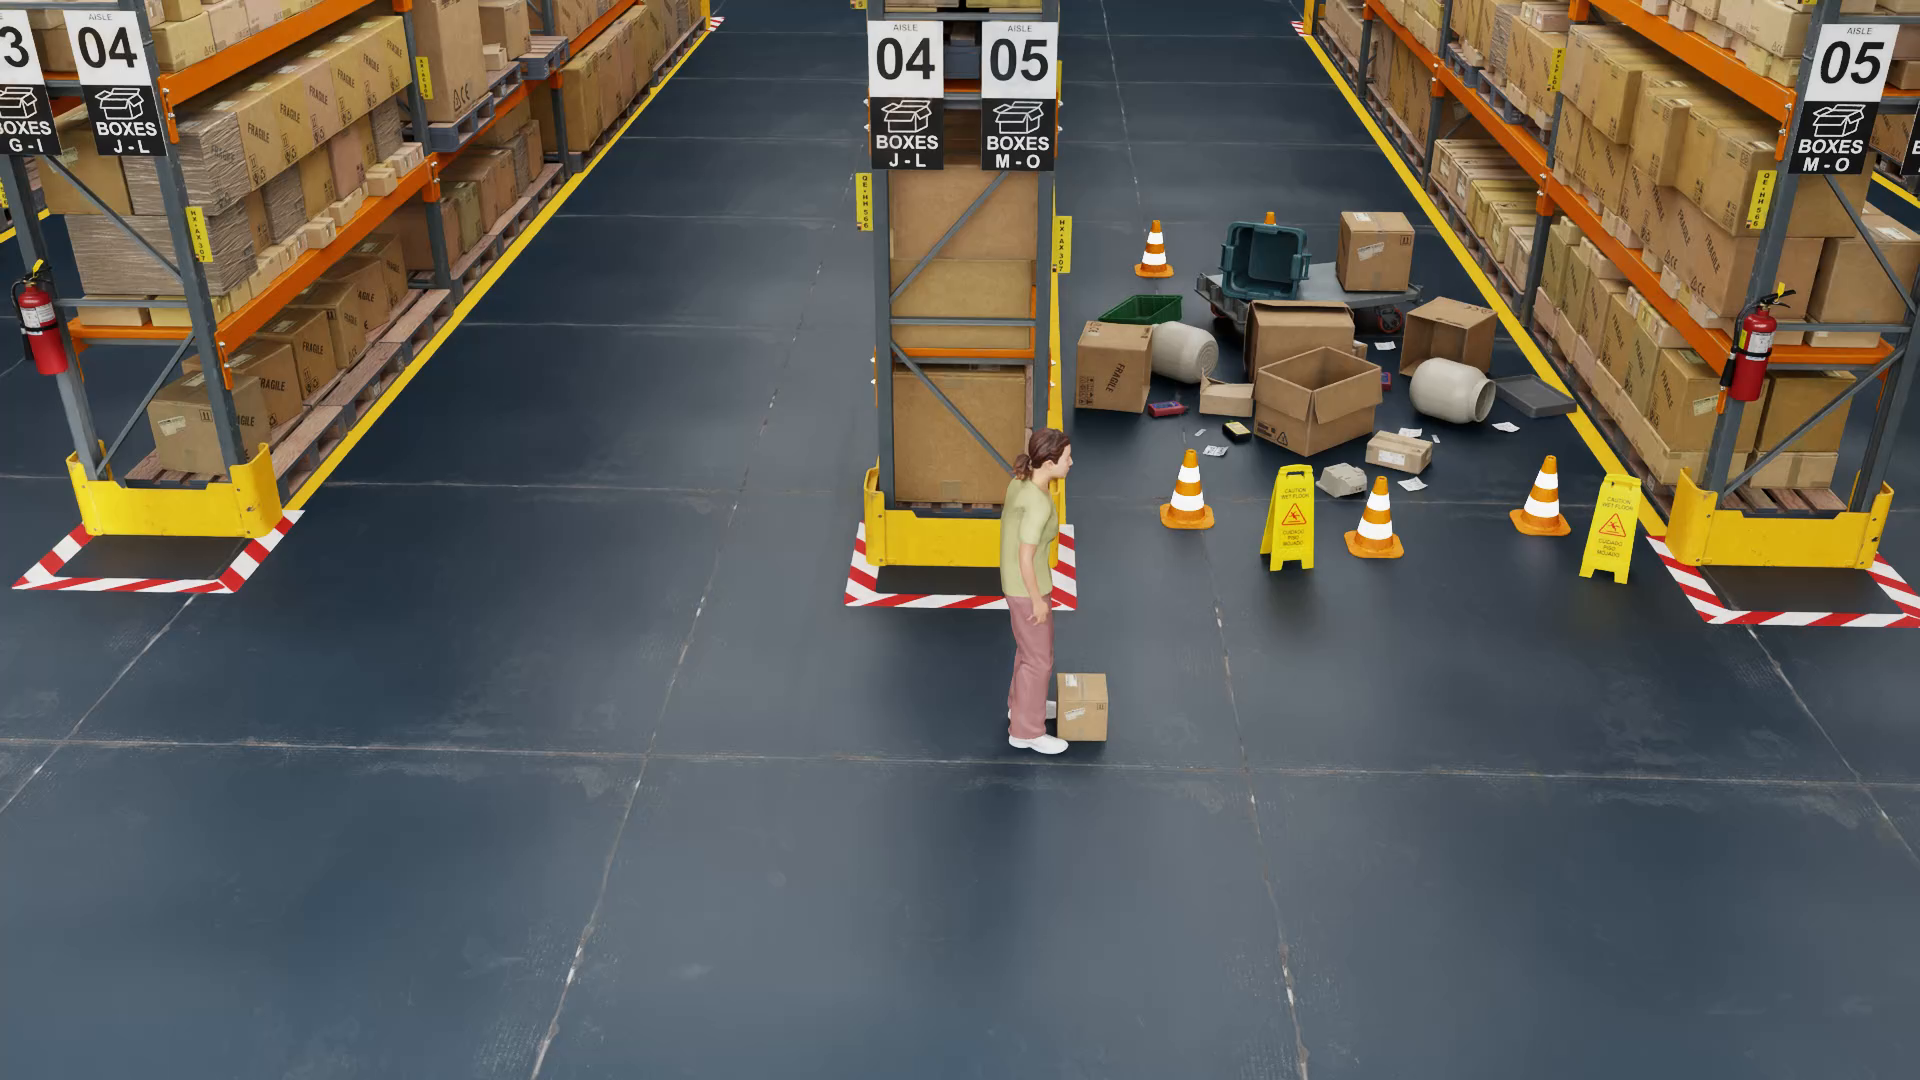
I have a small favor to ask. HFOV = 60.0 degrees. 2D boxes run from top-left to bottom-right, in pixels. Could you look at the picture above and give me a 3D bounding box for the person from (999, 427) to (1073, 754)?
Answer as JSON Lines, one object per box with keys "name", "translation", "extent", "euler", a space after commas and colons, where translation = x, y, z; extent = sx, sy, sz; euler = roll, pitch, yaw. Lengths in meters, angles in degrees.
{"name": "person", "translation": [0.375, 0.330, 8.254], "extent": [0.366, 1.437, 0.516], "euler": [-1, 28, -1]}
